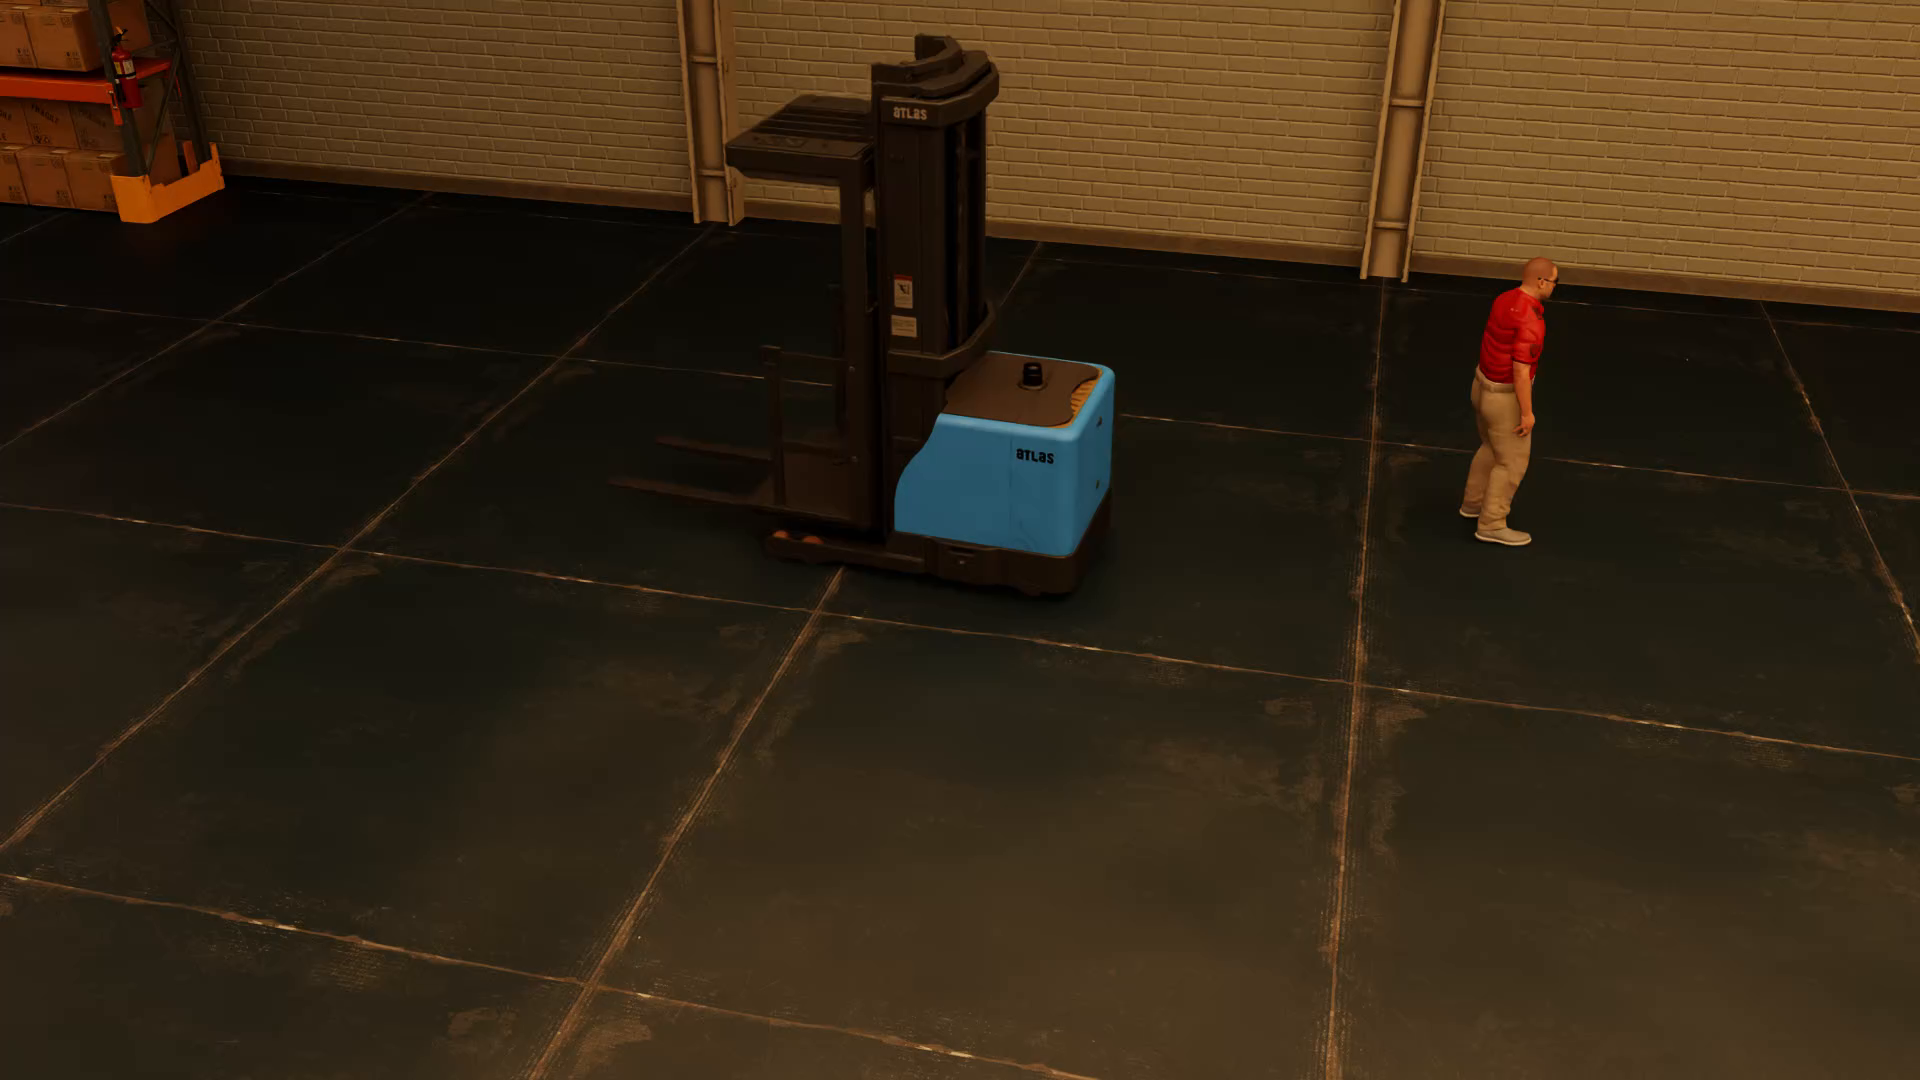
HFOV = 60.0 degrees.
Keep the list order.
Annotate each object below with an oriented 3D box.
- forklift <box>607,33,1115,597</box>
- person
[{"bbox_3d":[-0.652,-1.367,9.583,3.031,2.935,1.130,9,31,16],"label":"forklift"},{"bbox_3d":[3.261,-0.845,9.883,0.396,1.725,0.585,-2,30,-3],"label":"person"}]
